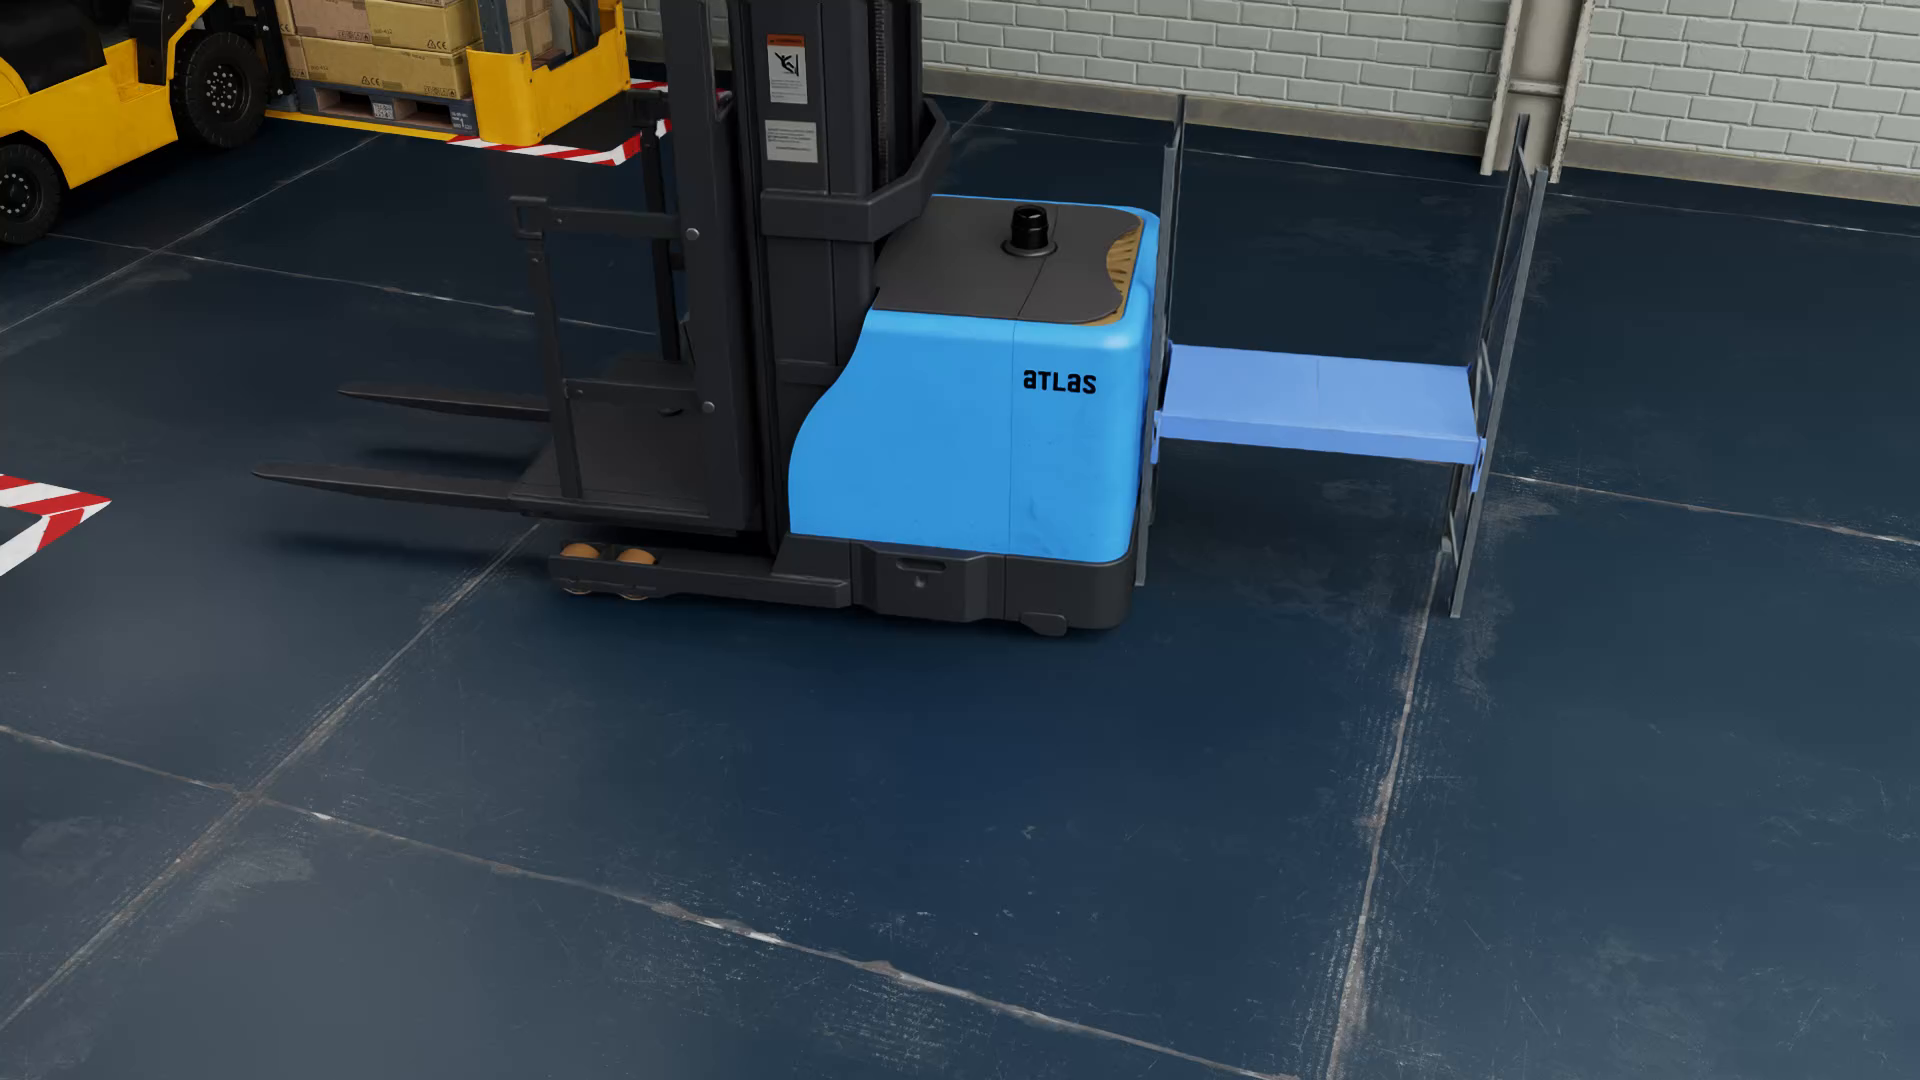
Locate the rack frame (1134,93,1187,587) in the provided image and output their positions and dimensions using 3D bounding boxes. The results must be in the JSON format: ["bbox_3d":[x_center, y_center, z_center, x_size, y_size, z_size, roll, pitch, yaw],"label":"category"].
[{"bbox_3d":[0.637,-0.609,5.310,0.032,1.500,0.500,6,33,9],"label":"rack frame"}]

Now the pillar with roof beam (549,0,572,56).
[{"bbox_3d":[-4.137,-4.642,4.643,0.400,9.000,9.100,11,34,16],"label":"pillar with roof beam"}]

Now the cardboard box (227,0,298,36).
[{"bbox_3d":[-3.858,-3.074,9.432,0.500,0.250,0.500,10,34,15],"label":"cardboard box"}]

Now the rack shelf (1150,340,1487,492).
[{"bbox_3d":[1.138,-0.409,5.332,1.000,0.185,0.538,6,33,9],"label":"rack shelf"}]

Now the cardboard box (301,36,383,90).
[{"bbox_3d":[-3.347,-2.774,9.428,0.500,0.250,0.500,11,34,16],"label":"cardboard box"}]

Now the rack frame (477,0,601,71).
[{"bbox_3d":[-2.333,-3.732,8.765,0.127,3.000,1.000,11,34,16],"label":"rack frame"}]

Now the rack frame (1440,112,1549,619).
[{"bbox_3d":[1.638,-0.511,5.158,0.032,1.500,0.500,6,33,9],"label":"rack frame"}]

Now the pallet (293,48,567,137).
[{"bbox_3d":[-3.067,-2.679,9.705,1.213,0.211,1.003,11,34,16],"label":"pallet"}]

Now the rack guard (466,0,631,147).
[{"bbox_3d":[-2.310,-2.677,9.436,0.348,0.500,1.175,11,34,16],"label":"rack guard"}]

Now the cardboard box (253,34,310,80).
[{"bbox_3d":[-3.815,-2.870,9.577,0.500,0.250,0.500,11,35,17],"label":"cardboard box"}]

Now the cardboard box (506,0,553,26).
[{"bbox_3d":[-2.705,-3.155,9.558,0.500,0.250,0.500,12,35,17],"label":"cardboard box"}]

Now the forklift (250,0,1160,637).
[{"bbox_3d":[-0.886,-1.308,5.074,3.031,2.935,1.130,6,33,9],"label":"forklift"}]

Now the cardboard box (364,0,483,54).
[{"bbox_3d":[-2.896,-2.893,9.152,0.500,0.250,0.500,11,34,16],"label":"cardboard box"}]

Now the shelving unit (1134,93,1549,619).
[{"bbox_3d":[1.138,-0.560,5.234,1.048,1.500,0.538,6,33,9],"label":"shelving unit"}]

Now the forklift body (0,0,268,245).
[{"bbox_3d":[-4.733,-2.791,8.089,1.214,2.155,2.313,11,34,16],"label":"forklift body"}]

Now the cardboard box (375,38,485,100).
[{"bbox_3d":[-2.882,-2.678,9.280,0.500,0.250,0.500,11,35,17],"label":"cardboard box"}]

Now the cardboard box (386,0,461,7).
[{"bbox_3d":[-2.871,-3.098,9.009,0.500,0.250,0.500,12,35,18],"label":"cardboard box"}]

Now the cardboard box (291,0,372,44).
[{"bbox_3d":[-3.365,-2.990,9.302,0.500,0.250,0.500,11,34,16],"label":"cardboard box"}]

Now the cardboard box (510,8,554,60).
[{"bbox_3d":[-2.729,-2.943,9.690,0.500,0.250,0.500,11,34,17],"label":"cardboard box"}]

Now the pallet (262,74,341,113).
[{"bbox_3d":[-4.211,-2.903,10.052,1.213,0.211,1.003,11,34,16],"label":"pallet"}]

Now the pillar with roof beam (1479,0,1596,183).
[{"bbox_3d":[1.512,-3.544,2.942,0.400,9.000,9.100,11,34,16],"label":"pillar with roof beam"}]
